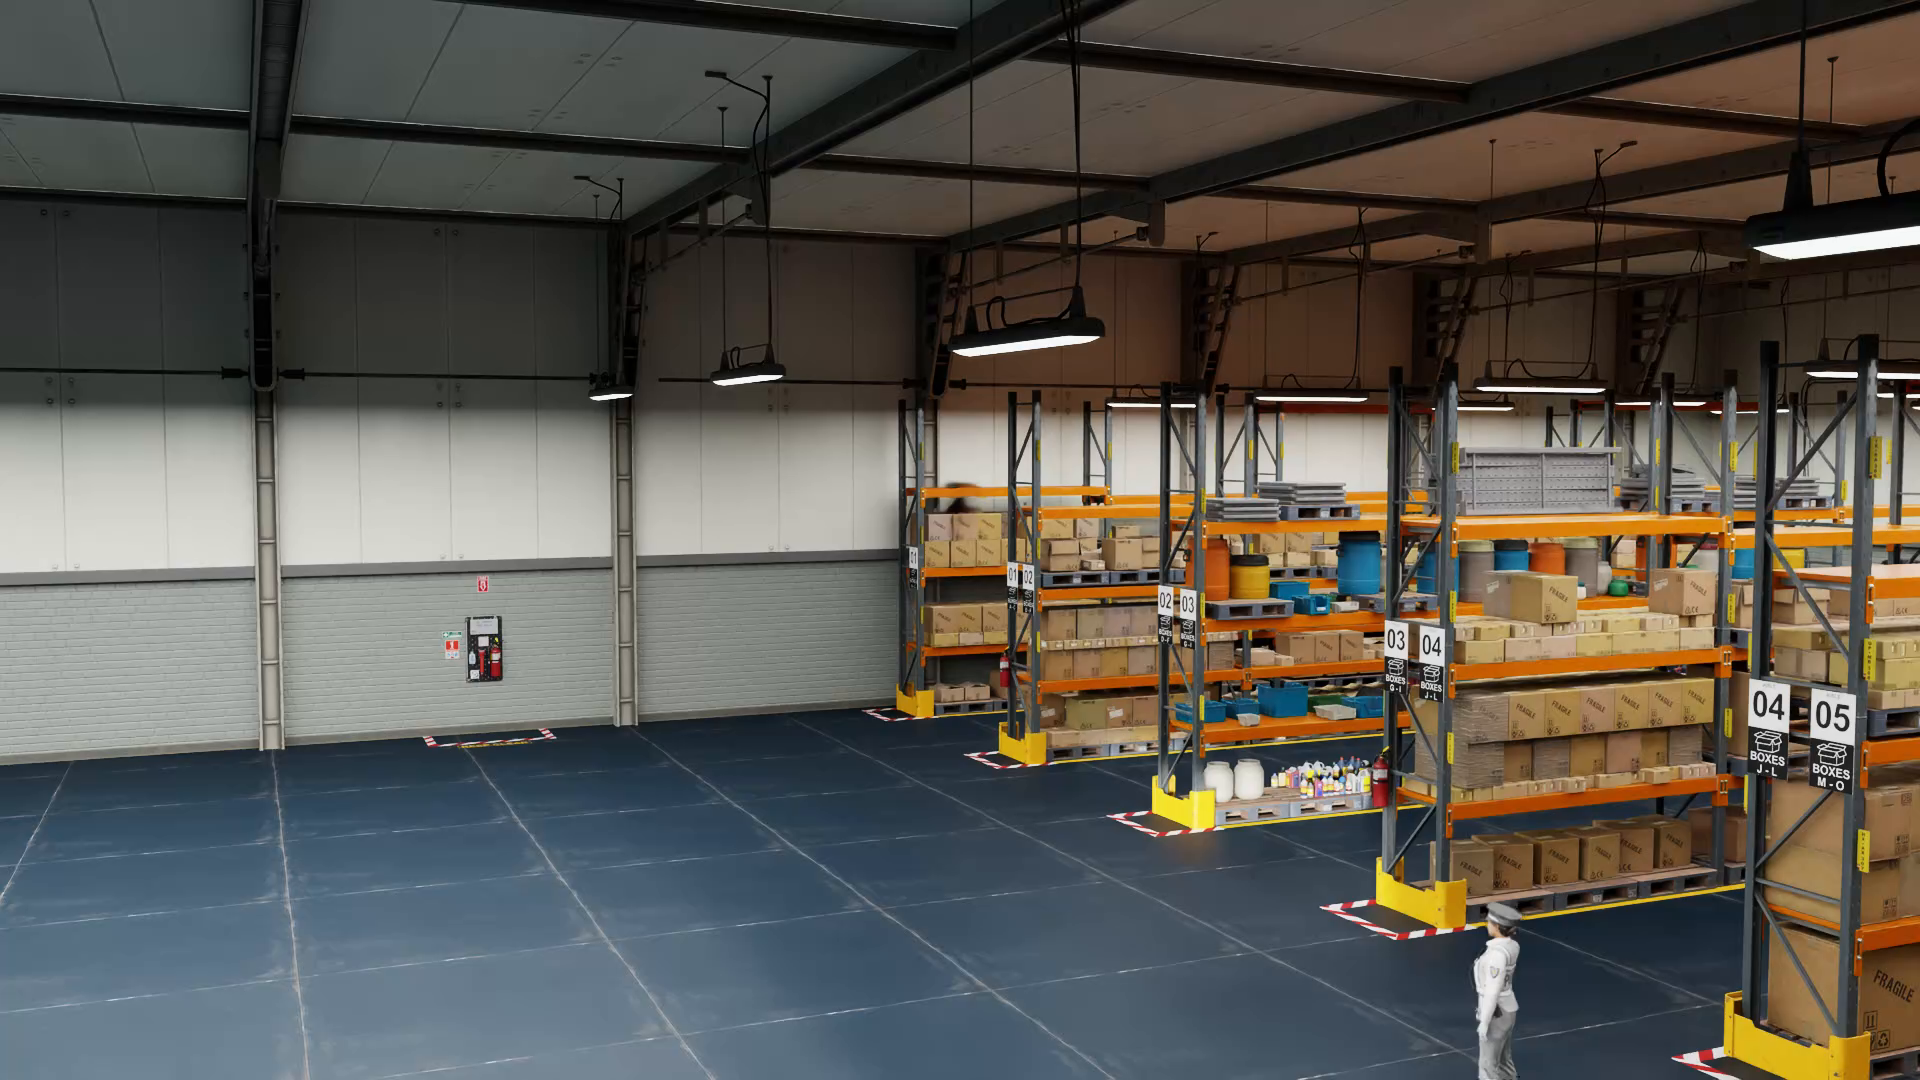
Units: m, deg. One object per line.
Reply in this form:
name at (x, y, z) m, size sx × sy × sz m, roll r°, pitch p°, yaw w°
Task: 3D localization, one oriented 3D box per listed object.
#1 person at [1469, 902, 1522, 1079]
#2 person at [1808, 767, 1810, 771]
person at (3.989, 3.591, 12.562) m, size 0.495 × 1.703 × 0.498 m, roll 1°, pitch 3°, yaw 14°
person at (9.456, 3.258, 18.431) m, size 0.618 × 1.659 × 0.505 m, roll -1°, pitch 4°, yaw -23°
